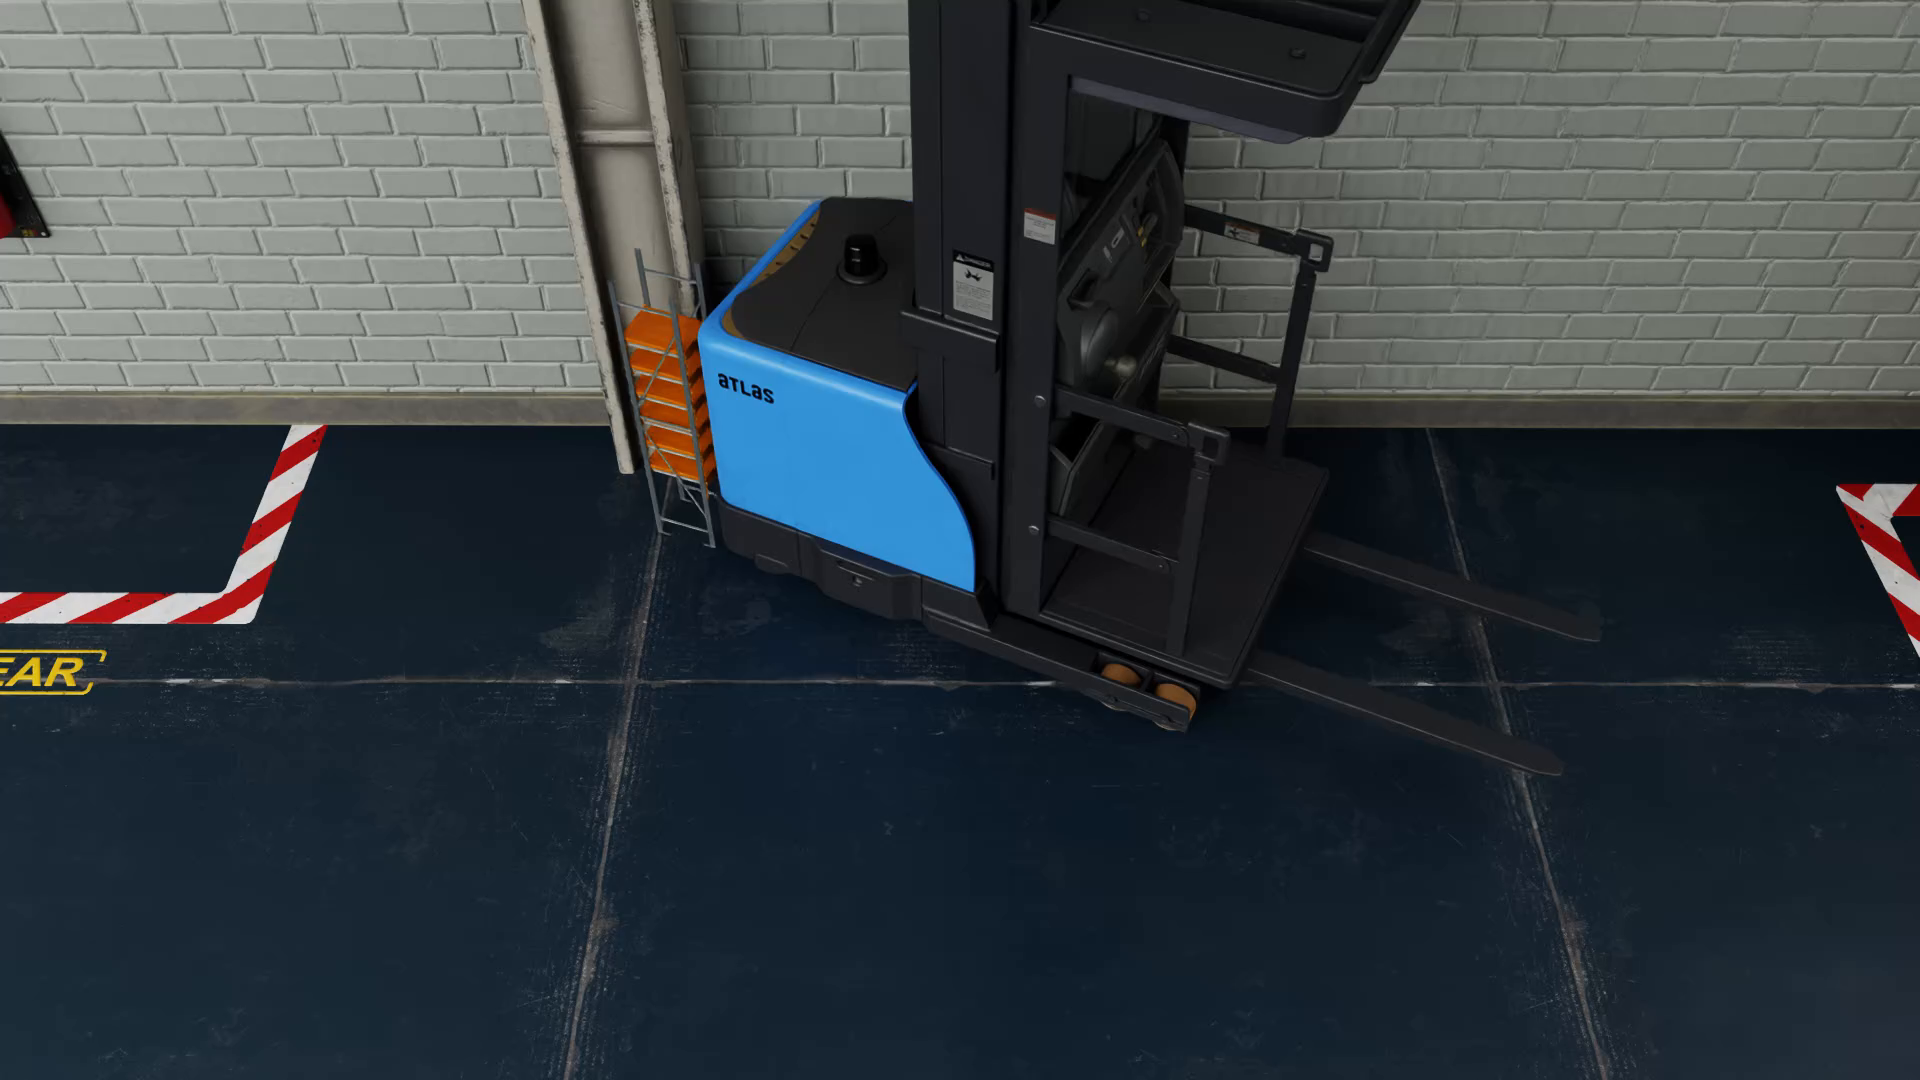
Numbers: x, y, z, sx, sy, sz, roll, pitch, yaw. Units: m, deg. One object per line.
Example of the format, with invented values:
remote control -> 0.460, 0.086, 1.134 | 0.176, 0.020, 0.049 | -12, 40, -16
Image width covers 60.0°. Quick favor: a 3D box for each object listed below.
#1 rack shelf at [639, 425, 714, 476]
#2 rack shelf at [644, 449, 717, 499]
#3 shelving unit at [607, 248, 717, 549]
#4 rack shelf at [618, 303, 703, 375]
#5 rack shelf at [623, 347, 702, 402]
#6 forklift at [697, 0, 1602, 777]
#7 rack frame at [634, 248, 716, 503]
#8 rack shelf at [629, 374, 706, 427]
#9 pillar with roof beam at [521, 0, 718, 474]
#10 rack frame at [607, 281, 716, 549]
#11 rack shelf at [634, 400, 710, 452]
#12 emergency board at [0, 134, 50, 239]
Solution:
rack shelf -> -0.995, -0.357, 5.986 | 0.258, 0.103, 0.180 | 15, 50, 14
rack shelf -> -0.994, -0.276, 6.074 | 0.258, 0.103, 0.180 | 15, 50, 14
shelving unit -> -0.995, -0.468, 5.864 | 0.258, 1.200, 0.189 | 15, 50, 14
rack shelf -> -0.997, -0.680, 5.631 | 0.258, 0.103, 0.180 | 15, 50, 14
rack shelf -> -0.996, -0.599, 5.720 | 0.258, 0.103, 0.180 | 15, 50, 14
forklift -> 0.677, -0.800, 4.992 | 3.031, 2.935, 1.130 | 19, 50, 17
rack frame -> -0.963, -0.531, 5.922 | 0.240, 1.200, 0.006 | 15, 50, 14
rack shelf -> -0.996, -0.519, 5.808 | 0.258, 0.103, 0.180 | 15, 50, 14
pillar with roof beam -> -1.145, -0.288, 0.370 | 0.400, 9.000, 9.100 | 0, 47, 0
rack frame -> -1.028, -0.404, 5.807 | 0.240, 1.200, 0.006 | 15, 50, 14
rack shelf -> -0.995, -0.438, 5.897 | 0.258, 0.103, 0.180 | 15, 50, 14
emergency board -> -3.600, -1.430, 5.531 | 0.643, 1.169, 0.194 | 0, 47, 0
